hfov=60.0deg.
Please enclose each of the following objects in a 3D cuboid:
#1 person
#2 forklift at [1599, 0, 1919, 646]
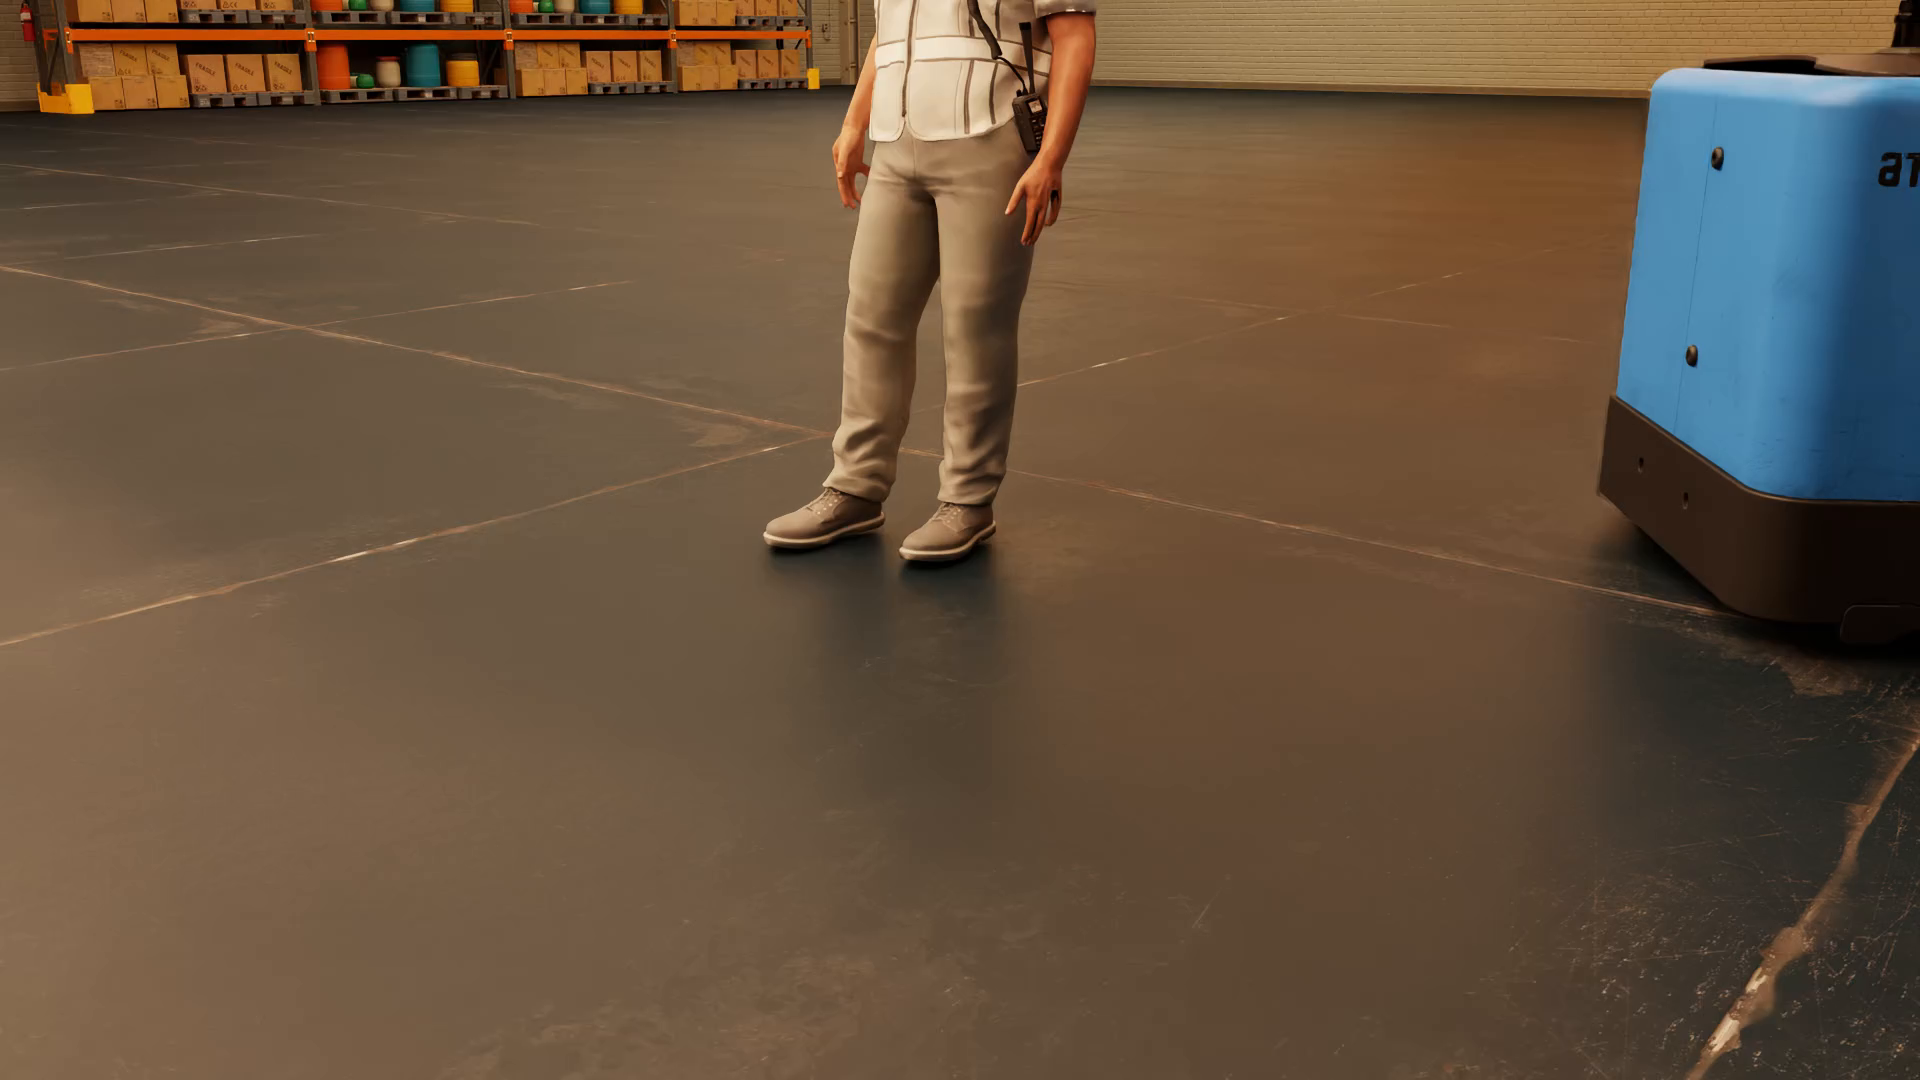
[{"bbox_3d":[-0.059,-0.844,3.631,0.640,1.781,0.575,13,21,37],"label":"person"},{"bbox_3d":[3.048,-1.294,3.159,3.031,2.935,1.130,1,17,4],"label":"forklift"}]
